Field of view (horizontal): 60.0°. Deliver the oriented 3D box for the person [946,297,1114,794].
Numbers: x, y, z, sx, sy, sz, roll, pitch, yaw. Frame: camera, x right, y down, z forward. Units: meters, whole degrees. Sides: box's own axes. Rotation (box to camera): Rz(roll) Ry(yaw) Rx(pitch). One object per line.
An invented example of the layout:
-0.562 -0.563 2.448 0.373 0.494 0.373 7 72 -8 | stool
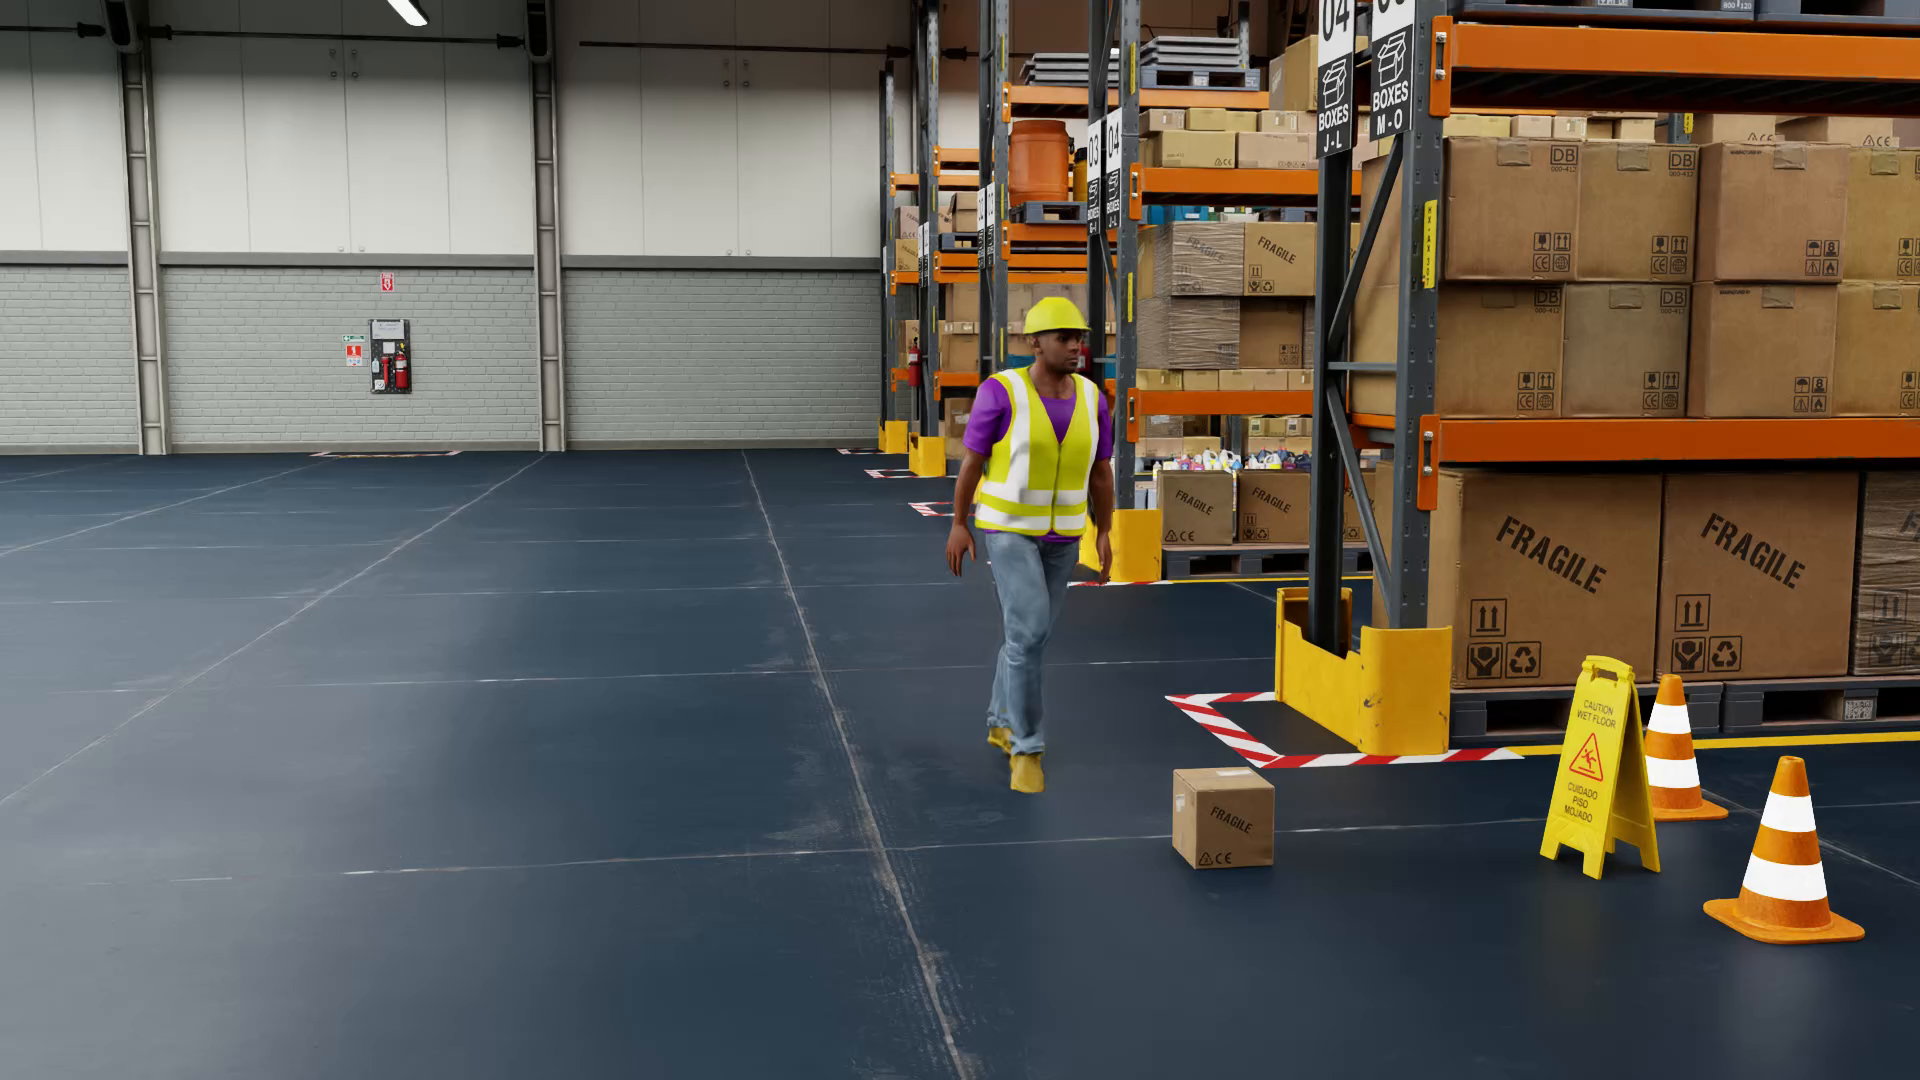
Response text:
0.283 0.002 6.210 0.606 1.795 0.641 -4 7 -29 | person
